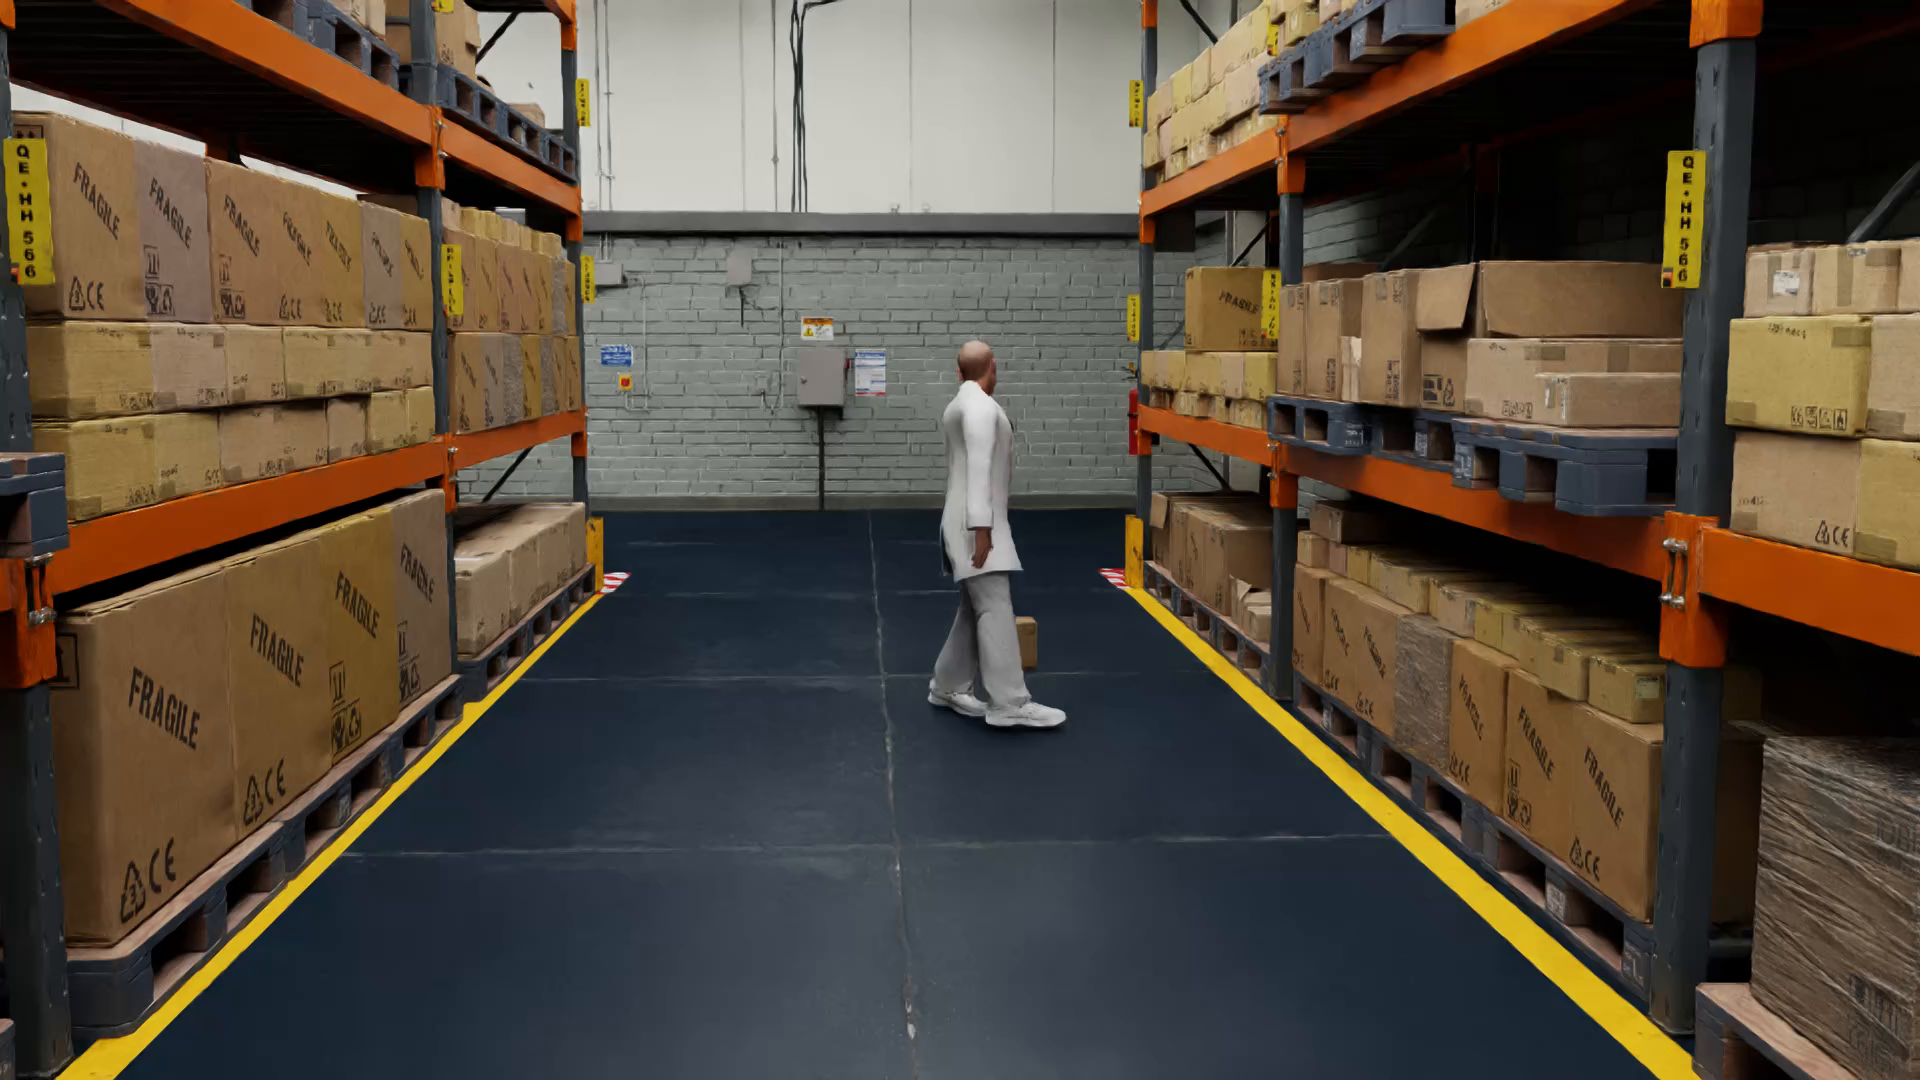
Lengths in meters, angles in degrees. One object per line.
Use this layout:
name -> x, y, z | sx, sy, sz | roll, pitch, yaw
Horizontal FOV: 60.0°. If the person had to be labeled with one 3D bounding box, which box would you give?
person -> 0.164, -0.032, 7.730 | 0.619, 1.771, 0.682 | 0, 7, -3
